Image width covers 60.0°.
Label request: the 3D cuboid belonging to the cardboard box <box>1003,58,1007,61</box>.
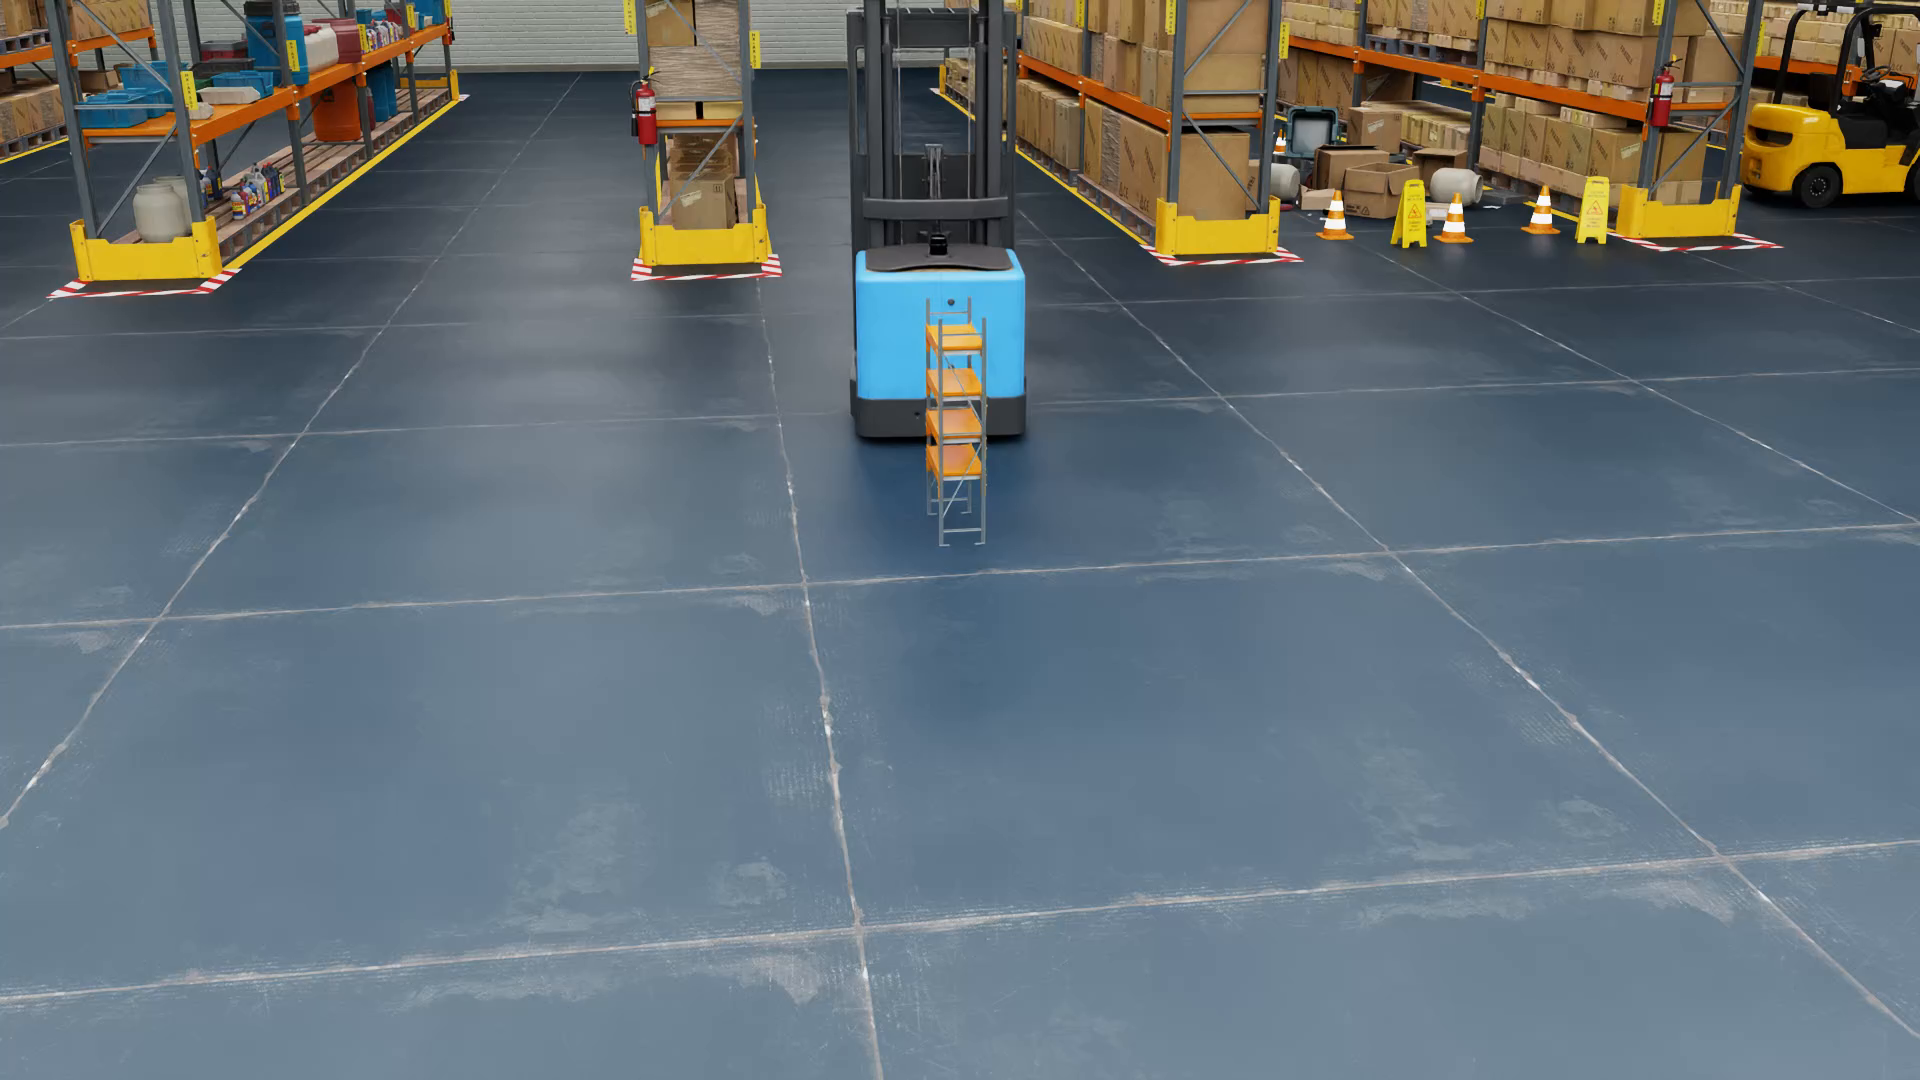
[{"bbox_3d":[0.625,-7.520,26.465,0.500,0.250,0.500,-4,21,-10],"label":"cardboard box"}]

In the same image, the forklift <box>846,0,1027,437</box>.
[{"bbox_3d":[-0.194,-2.472,11.146,1.130,2.935,3.031,-1,21,-3],"label":"forklift"}]

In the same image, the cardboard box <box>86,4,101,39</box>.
[{"bbox_3d":[-13.827,-8.113,26.008,0.500,0.500,0.500,-3,21,-7],"label":"cardboard box"}]

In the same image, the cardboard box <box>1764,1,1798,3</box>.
[{"bbox_3d":[11.629,-7.553,23.581,0.380,0.149,0.250,-3,21,-9],"label":"cardboard box"}]

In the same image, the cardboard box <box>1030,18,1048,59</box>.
[{"bbox_3d":[1.230,-6.729,22.304,0.500,0.500,0.500,-3,21,-8],"label":"cardboard box"}]

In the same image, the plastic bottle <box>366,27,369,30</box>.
[{"bbox_3d":[-8.610,-7.326,24.228,0.097,0.271,0.097,0,20,0],"label":"plastic bottle"}]

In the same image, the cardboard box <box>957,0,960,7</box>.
[{"bbox_3d":[0.235,-9.284,28.717,0.500,0.500,0.500,-3,21,-9],"label":"cardboard box"}]

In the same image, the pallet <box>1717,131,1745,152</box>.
[{"bbox_3d":[11.404,-5.549,23.271,1.003,0.211,1.213,-3,21,-8],"label":"pallet"}]

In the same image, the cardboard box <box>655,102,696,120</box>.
[{"bbox_3d":[-2.658,-4.013,15.533,0.380,0.149,0.250,-3,21,-8],"label":"cardboard box"}]

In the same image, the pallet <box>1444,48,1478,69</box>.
[{"bbox_3d":[6.851,-6.109,21.060,1.003,0.211,1.213,-3,21,-8],"label":"pallet"}]

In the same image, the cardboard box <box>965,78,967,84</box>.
[{"bbox_3d":[0.299,-7.964,28.801,0.380,0.149,0.250,-4,21,-10],"label":"cardboard box"}]

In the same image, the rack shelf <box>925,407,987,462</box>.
[{"bbox_3d":[-0.024,-0.556,8.683,0.258,0.148,0.480,-3,21,-8],"label":"rack shelf"}]

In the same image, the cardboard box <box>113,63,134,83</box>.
[{"bbox_3d":[-14.201,-7.943,28.640,0.500,0.500,0.500,-3,21,-8],"label":"cardboard box"}]

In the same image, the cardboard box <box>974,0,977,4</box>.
[{"bbox_3d":[0.428,-8.514,26.134,0.380,0.149,0.250,-2,21,-6],"label":"cardboard box"}]

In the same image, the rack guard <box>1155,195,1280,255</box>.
[{"bbox_3d":[2.513,-3.078,16.244,1.175,0.500,0.348,-3,21,-8],"label":"rack guard"}]

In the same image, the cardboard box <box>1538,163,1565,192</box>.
[{"bbox_3d":[6.863,-4.078,18.677,0.500,0.250,0.500,-4,21,-10],"label":"cardboard box"}]

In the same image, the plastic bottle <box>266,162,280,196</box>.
[{"bbox_3d":[-7.513,-3.934,18.120,0.144,0.351,0.185,-3,21,-9],"label":"plastic bottle"}]

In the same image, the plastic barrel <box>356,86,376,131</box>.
[{"bbox_3d":[-8.717,-6.189,23.846,0.600,0.588,0.708,-3,21,-8],"label":"plastic barrel"}]

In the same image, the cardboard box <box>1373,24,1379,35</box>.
[{"bbox_3d":[6.103,-7.269,23.651,0.380,0.149,0.250,-4,21,-11],"label":"cardboard box"}]

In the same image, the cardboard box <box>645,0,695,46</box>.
[{"bbox_3d":[-2.737,-4.875,15.484,0.500,0.500,0.500,-3,21,-8],"label":"cardboard box"}]

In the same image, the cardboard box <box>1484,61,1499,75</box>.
[{"bbox_3d":[6.545,-5.684,20.007,0.380,0.149,0.250,-3,21,-8],"label":"cardboard box"}]

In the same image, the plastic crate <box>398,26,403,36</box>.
[{"bbox_3d":[-8.970,-8.020,26.194,0.396,0.136,0.243,-3,21,-8],"label":"plastic crate"}]

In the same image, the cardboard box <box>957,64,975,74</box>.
[{"bbox_3d":[0.152,-8.284,29.233,0.380,0.149,0.250,-3,21,-7],"label":"cardboard box"}]

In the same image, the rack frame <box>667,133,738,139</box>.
[{"bbox_3d":[-3.566,-6.812,22.668,1.000,3.000,0.127,-3,21,-8],"label":"rack frame"}]

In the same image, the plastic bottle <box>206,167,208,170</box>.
[{"bbox_3d":[-8.279,-3.973,18.337,0.097,0.271,0.097,0,20,0],"label":"plastic bottle"}]

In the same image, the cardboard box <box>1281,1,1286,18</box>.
[{"bbox_3d":[5.448,-8.694,27.208,0.500,0.250,0.500,-4,21,-9],"label":"cardboard box"}]

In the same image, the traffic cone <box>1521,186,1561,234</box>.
[{"bbox_3d":[6.055,-3.438,17.259,0.336,0.463,0.334,-3,21,-8],"label":"traffic cone"}]

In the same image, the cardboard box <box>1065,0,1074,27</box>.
[{"bbox_3d":[1.707,-6.682,20.749,0.700,0.500,0.500,-3,21,-7],"label":"cardboard box"}]

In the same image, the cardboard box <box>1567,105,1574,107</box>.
[{"bbox_3d":[7.168,-4.996,20.063,0.500,0.500,0.500,-3,21,-9],"label":"cardboard box"}]

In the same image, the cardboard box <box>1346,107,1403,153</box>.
[{"bbox_3d":[5.060,-5.011,20.335,0.500,0.500,0.500,-3,21,-8],"label":"cardboard box"}]

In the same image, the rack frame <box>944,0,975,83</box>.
[{"bbox_3d":[0.203,-9.797,30.661,1.000,3.000,0.127,-3,21,-8],"label":"rack frame"}]

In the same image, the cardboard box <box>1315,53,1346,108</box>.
[{"bbox_3d":[6.099,-7.066,25.784,0.875,0.875,0.875,-3,21,-7],"label":"cardboard box"}]

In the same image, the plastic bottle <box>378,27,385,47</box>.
[{"bbox_3d":[-8.489,-7.341,24.262,0.152,0.276,0.135,-3,21,-8],"label":"plastic bottle"}]

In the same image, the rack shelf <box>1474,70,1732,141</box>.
[{"bbox_3d":[7.105,-4.898,18.571,1.077,0.370,4.000,-3,21,-8],"label":"rack shelf"}]

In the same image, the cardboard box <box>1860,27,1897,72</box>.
[{"bbox_3d":[11.534,-6.059,20.508,0.500,0.500,0.500,-3,21,-9],"label":"cardboard box"}]

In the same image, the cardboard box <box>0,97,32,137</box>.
[{"bbox_3d":[-13.301,-5.876,23.105,0.500,0.500,0.500,-3,21,-8],"label":"cardboard box"}]

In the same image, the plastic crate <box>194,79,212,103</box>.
[{"bbox_3d":[-7.974,-4.594,17.032,0.450,0.188,0.662,-3,21,-8],"label":"plastic crate"}]

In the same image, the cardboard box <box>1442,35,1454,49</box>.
[{"bbox_3d":[6.376,-6.350,21.190,0.380,0.149,0.250,-3,21,-9],"label":"cardboard box"}]

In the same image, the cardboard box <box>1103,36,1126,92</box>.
[{"bbox_3d":[2.061,-5.204,18.147,0.875,0.550,0.550,-3,21,-8],"label":"cardboard box"}]

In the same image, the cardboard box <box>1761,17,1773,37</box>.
[{"bbox_3d":[11.201,-7.031,22.753,0.500,0.250,0.500,-3,21,-7],"label":"cardboard box"}]

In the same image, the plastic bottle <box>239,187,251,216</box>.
[{"bbox_3d":[-7.282,-3.449,16.917,0.061,0.283,0.133,-3,21,-7],"label":"plastic bottle"}]

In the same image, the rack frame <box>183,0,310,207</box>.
[{"bbox_3d":[-7.891,-5.178,18.292,1.000,3.000,0.127,-3,21,-8],"label":"rack frame"}]

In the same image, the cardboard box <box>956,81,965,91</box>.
[{"bbox_3d":[0.133,-8.021,29.378,0.380,0.149,0.250,-4,21,-10],"label":"cardboard box"}]

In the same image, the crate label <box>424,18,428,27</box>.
[{"bbox_3d":[-9.232,-8.767,28.194,0.396,0.136,0.243,-3,21,-8],"label":"crate label"}]

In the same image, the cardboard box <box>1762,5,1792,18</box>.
[{"bbox_3d":[11.131,-7.165,22.544,0.380,0.149,0.250,-3,21,-9],"label":"cardboard box"}]

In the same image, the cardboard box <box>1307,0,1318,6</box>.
[{"bbox_3d":[5.694,-8.518,25.664,0.500,0.500,0.500,-3,21,-9],"label":"cardboard box"}]

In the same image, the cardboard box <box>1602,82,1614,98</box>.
[{"bbox_3d":[6.966,-4.715,17.413,0.380,0.149,0.250,-3,21,-9],"label":"cardboard box"}]

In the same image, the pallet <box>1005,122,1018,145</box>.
[{"bbox_3d":[1.245,-5.992,24.457,1.003,0.211,1.213,-3,21,-8],"label":"pallet"}]

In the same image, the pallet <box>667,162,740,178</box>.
[{"bbox_3d":[-3.103,-4.391,20.170,1.003,0.211,1.213,-3,21,-8],"label":"pallet"}]

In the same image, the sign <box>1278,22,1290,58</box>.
[{"bbox_3d":[3.060,-4.726,15.733,0.100,0.325,0.005,-3,21,-8],"label":"sign"}]

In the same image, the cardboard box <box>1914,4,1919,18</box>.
[{"bbox_3d":[11.589,-6.275,19.736,0.380,0.149,0.250,-2,21,-7],"label":"cardboard box"}]

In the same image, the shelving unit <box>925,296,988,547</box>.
[{"bbox_3d":[-0.024,-0.619,8.660,0.258,1.200,0.503,-3,21,-8],"label":"shelving unit"}]

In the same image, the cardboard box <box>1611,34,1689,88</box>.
[{"bbox_3d":[7.043,-4.902,16.987,0.500,0.500,0.500,-3,21,-9],"label":"cardboard box"}]

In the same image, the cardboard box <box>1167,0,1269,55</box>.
[{"bbox_3d":[2.495,-4.964,15.963,0.875,0.550,0.550,-3,21,-8],"label":"cardboard box"}]

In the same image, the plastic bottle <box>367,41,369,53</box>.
[{"bbox_3d":[-8.285,-6.883,23.143,0.097,0.201,0.097,0,20,0],"label":"plastic bottle"}]

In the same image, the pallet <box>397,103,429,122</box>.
[{"bbox_3d":[-9.188,-6.894,26.872,1.003,0.211,1.213,-3,21,-8],"label":"pallet"}]

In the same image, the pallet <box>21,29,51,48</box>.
[{"bbox_3d":[-13.939,-7.327,24.320,1.003,0.211,1.213,-3,21,-8],"label":"pallet"}]
